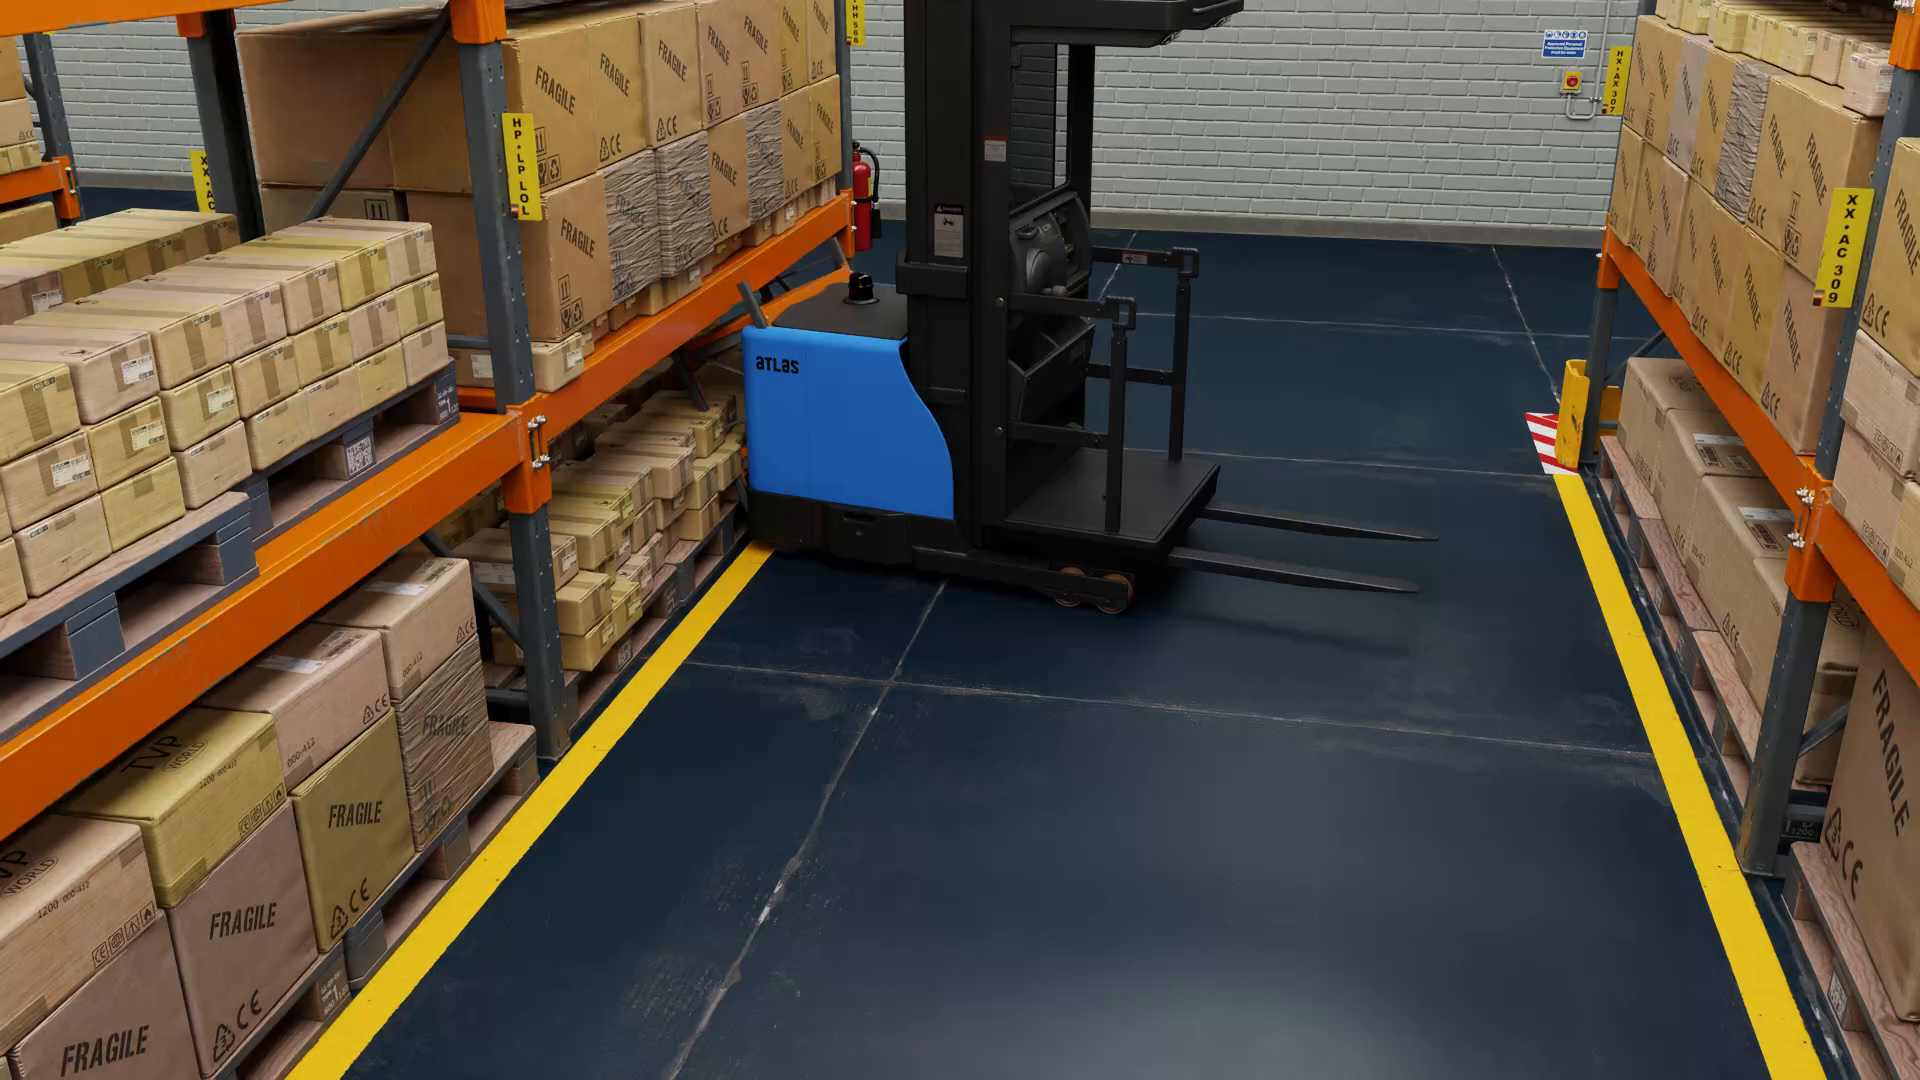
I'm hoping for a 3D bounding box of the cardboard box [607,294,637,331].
[{"bbox_3d":[-1.480,-0.923,6.466,0.380,0.149,0.250,3,22,9],"label":"cardboard box"}]

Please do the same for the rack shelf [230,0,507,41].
[{"bbox_3d":[-1.495,-2.449,6.867,1.077,0.370,4.000,4,22,11],"label":"rack shelf"}]

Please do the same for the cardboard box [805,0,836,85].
[{"bbox_3d":[-0.936,-2.585,8.386,0.500,0.500,0.500,4,22,10],"label":"cardboard box"}]

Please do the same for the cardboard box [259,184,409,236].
[{"bbox_3d":[-2.081,-1.043,5.896,0.500,0.500,0.500,4,22,11],"label":"cardboard box"}]

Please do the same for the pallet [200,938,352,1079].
[{"bbox_3d":[-2.307,1.366,4.180,1.003,0.211,1.213,4,22,11],"label":"pallet"}]

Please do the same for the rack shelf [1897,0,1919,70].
[{"bbox_3d":[2.556,-0.646,2.390,1.077,0.370,4.000,4,22,11],"label":"rack shelf"}]

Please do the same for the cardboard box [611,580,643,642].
[{"bbox_3d":[-1.460,0.262,6.443,0.380,0.149,0.250,5,22,13],"label":"cardboard box"}]

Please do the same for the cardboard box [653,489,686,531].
[{"bbox_3d":[-1.400,-0.167,7.109,0.380,0.149,0.250,6,23,13],"label":"cardboard box"}]

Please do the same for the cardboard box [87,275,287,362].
[{"bbox_3d":[-1.955,-0.564,4.216,0.380,0.149,0.250,4,22,11],"label":"cardboard box"}]

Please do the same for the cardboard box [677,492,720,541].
[{"bbox_3d":[-1.289,-0.119,7.387,0.380,0.149,0.250,4,22,9],"label":"cardboard box"}]

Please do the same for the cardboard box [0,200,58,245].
[{"bbox_3d":[-5.974,-1.507,9.862,0.875,0.875,0.875,4,22,11],"label":"cardboard box"}]

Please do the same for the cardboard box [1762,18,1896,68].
[{"bbox_3d":[3.038,-1.730,5.794,0.380,0.149,0.250,4,22,10],"label":"cardboard box"}]

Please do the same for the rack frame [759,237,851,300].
[{"bbox_3d":[-0.602,-0.912,8.378,0.500,1.125,0.032,-19,13,25],"label":"rack frame"}]

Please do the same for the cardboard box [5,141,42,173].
[{"bbox_3d":[-5.672,-2.266,9.801,0.380,0.149,0.250,5,22,12],"label":"cardboard box"}]

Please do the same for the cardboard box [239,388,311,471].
[{"bbox_3d":[-1.947,-0.300,4.358,0.380,0.149,0.250,3,22,8],"label":"cardboard box"}]

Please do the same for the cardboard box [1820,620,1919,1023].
[{"bbox_3d":[2.916,0.704,4.372,0.875,0.875,0.875,5,23,13],"label":"cardboard box"}]

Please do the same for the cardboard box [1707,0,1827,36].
[{"bbox_3d":[3.250,-2.100,6.711,0.380,0.149,0.250,5,22,11],"label":"cardboard box"}]

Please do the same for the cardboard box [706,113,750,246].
[{"bbox_3d":[-1.242,-1.568,7.199,0.500,0.500,0.500,6,23,14],"label":"cardboard box"}]

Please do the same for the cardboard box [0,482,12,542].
[{"bbox_3d":[-2.162,-0.046,3.328,0.380,0.149,0.250,4,22,10],"label":"cardboard box"}]

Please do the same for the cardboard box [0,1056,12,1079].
[{"bbox_3d":[-2.226,1.344,3.285,0.500,0.500,0.500,5,22,12],"label":"cardboard box"}]

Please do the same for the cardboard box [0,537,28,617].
[{"bbox_3d":[-2.161,0.091,3.386,0.380,0.149,0.250,5,22,12],"label":"cardboard box"}]

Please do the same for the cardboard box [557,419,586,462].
[{"bbox_3d":[-1.891,-0.441,7.391,0.380,0.149,0.250,4,22,9],"label":"cardboard box"}]

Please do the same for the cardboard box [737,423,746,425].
[{"bbox_3d":[-1.112,-0.538,8.030,0.380,0.149,0.250,5,22,12],"label":"cardboard box"}]

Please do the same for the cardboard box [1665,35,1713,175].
[{"bbox_3d":[3.207,-1.761,6.738,0.500,0.500,0.500,4,22,11],"label":"cardboard box"}]

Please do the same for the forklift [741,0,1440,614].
[{"bbox_3d":[0.581,-1.271,7.086,3.031,2.935,1.130,9,24,20],"label":"forklift"}]

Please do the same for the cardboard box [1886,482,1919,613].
[{"bbox_3d":[2.511,0.080,3.840,0.500,0.250,0.500,4,22,10],"label":"cardboard box"}]

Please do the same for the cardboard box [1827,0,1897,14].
[{"bbox_3d":[3.690,-2.072,6.644,0.380,0.149,0.250,4,22,10],"label":"cardboard box"}]

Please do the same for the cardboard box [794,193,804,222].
[{"bbox_3d":[-1.000,-1.685,8.358,0.380,0.149,0.250,4,22,10],"label":"cardboard box"}]

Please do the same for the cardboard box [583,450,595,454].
[{"bbox_3d":[-1.719,-0.379,7.635,0.380,0.149,0.250,6,23,13],"label":"cardboard box"}]

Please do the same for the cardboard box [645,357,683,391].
[{"bbox_3d":[-1.611,-0.816,8.323,0.380,0.149,0.250,3,22,8],"label":"cardboard box"}]

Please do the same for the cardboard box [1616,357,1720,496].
[{"bbox_3d":[3.743,-0.540,8.046,0.875,0.438,0.875,4,22,9],"label":"cardboard box"}]

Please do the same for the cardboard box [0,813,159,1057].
[{"bbox_3d":[-2.124,0.820,3.581,0.500,0.250,0.500,5,22,11],"label":"cardboard box"}]

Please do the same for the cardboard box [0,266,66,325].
[{"bbox_3d":[-2.592,-0.618,4.351,0.380,0.149,0.250,4,22,10],"label":"cardboard box"}]

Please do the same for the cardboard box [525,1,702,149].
[{"bbox_3d":[-1.348,-1.827,6.505,0.500,0.500,0.500,5,22,12],"label":"cardboard box"}]

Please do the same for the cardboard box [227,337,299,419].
[{"bbox_3d":[-1.948,-0.428,4.278,0.380,0.149,0.250,4,22,9],"label":"cardboard box"}]

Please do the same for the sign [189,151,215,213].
[{"bbox_3d":[-2.435,-1.100,5.411,0.100,0.325,0.005,4,22,11],"label":"sign"}]

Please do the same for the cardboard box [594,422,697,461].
[{"bbox_3d":[-1.374,-0.401,7.292,0.380,0.149,0.250,4,22,9],"label":"cardboard box"}]

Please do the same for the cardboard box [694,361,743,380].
[{"bbox_3d":[-1.097,-0.777,8.224,0.380,0.149,0.250,4,22,9],"label":"cardboard box"}]

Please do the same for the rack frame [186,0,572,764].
[{"bbox_3d":[-1.903,-0.660,5.477,1.000,3.000,0.127,4,22,11],"label":"rack frame"}]

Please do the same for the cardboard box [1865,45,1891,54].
[{"bbox_3d":[2.875,-1.356,4.864,0.380,0.149,0.250,5,22,12],"label":"cardboard box"}]

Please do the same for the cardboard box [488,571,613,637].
[{"bbox_3d":[-1.515,0.221,6.144,0.380,0.149,0.250,5,23,13],"label":"cardboard box"}]

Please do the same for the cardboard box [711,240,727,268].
[{"bbox_3d":[-1.264,-1.303,7.410,0.380,0.149,0.250,5,22,12],"label":"cardboard box"}]

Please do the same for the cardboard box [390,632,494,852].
[{"bbox_3d":[-1.807,0.595,5.146,0.500,0.500,0.500,4,22,10],"label":"cardboard box"}]

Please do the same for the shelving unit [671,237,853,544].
[{"bbox_3d":[-0.763,-0.736,7.929,0.538,1.125,1.048,-19,13,25],"label":"shelving unit"}]

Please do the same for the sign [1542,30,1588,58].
[{"bbox_3d":[4.873,-3.998,13.403,0.327,0.218,0.001,4,22,11],"label":"sign"}]

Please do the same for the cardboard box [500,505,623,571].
[{"bbox_3d":[-1.515,-0.015,6.333,0.380,0.149,0.250,6,23,14],"label":"cardboard box"}]

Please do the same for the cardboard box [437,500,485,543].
[{"bbox_3d":[-2.072,-0.055,6.432,0.380,0.149,0.250,5,22,12],"label":"cardboard box"}]

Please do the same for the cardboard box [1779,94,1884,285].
[{"bbox_3d":[2.790,-1.023,4.907,0.500,0.500,0.500,4,22,10],"label":"cardboard box"}]

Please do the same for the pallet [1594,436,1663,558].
[{"bbox_3d":[3.693,-0.191,8.044,1.003,0.211,1.213,4,22,11],"label":"pallet"}]

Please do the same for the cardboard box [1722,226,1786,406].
[{"bbox_3d":[2.908,-0.744,5.551,0.500,0.500,0.500,4,22,10],"label":"cardboard box"}]

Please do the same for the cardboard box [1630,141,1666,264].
[{"bbox_3d":[3.325,-1.488,7.400,0.500,0.500,0.500,4,22,10],"label":"cardboard box"}]

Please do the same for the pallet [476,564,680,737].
[{"bbox_3d":[-1.800,0.385,6.615,1.003,0.211,1.213,4,22,11],"label":"pallet"}]
